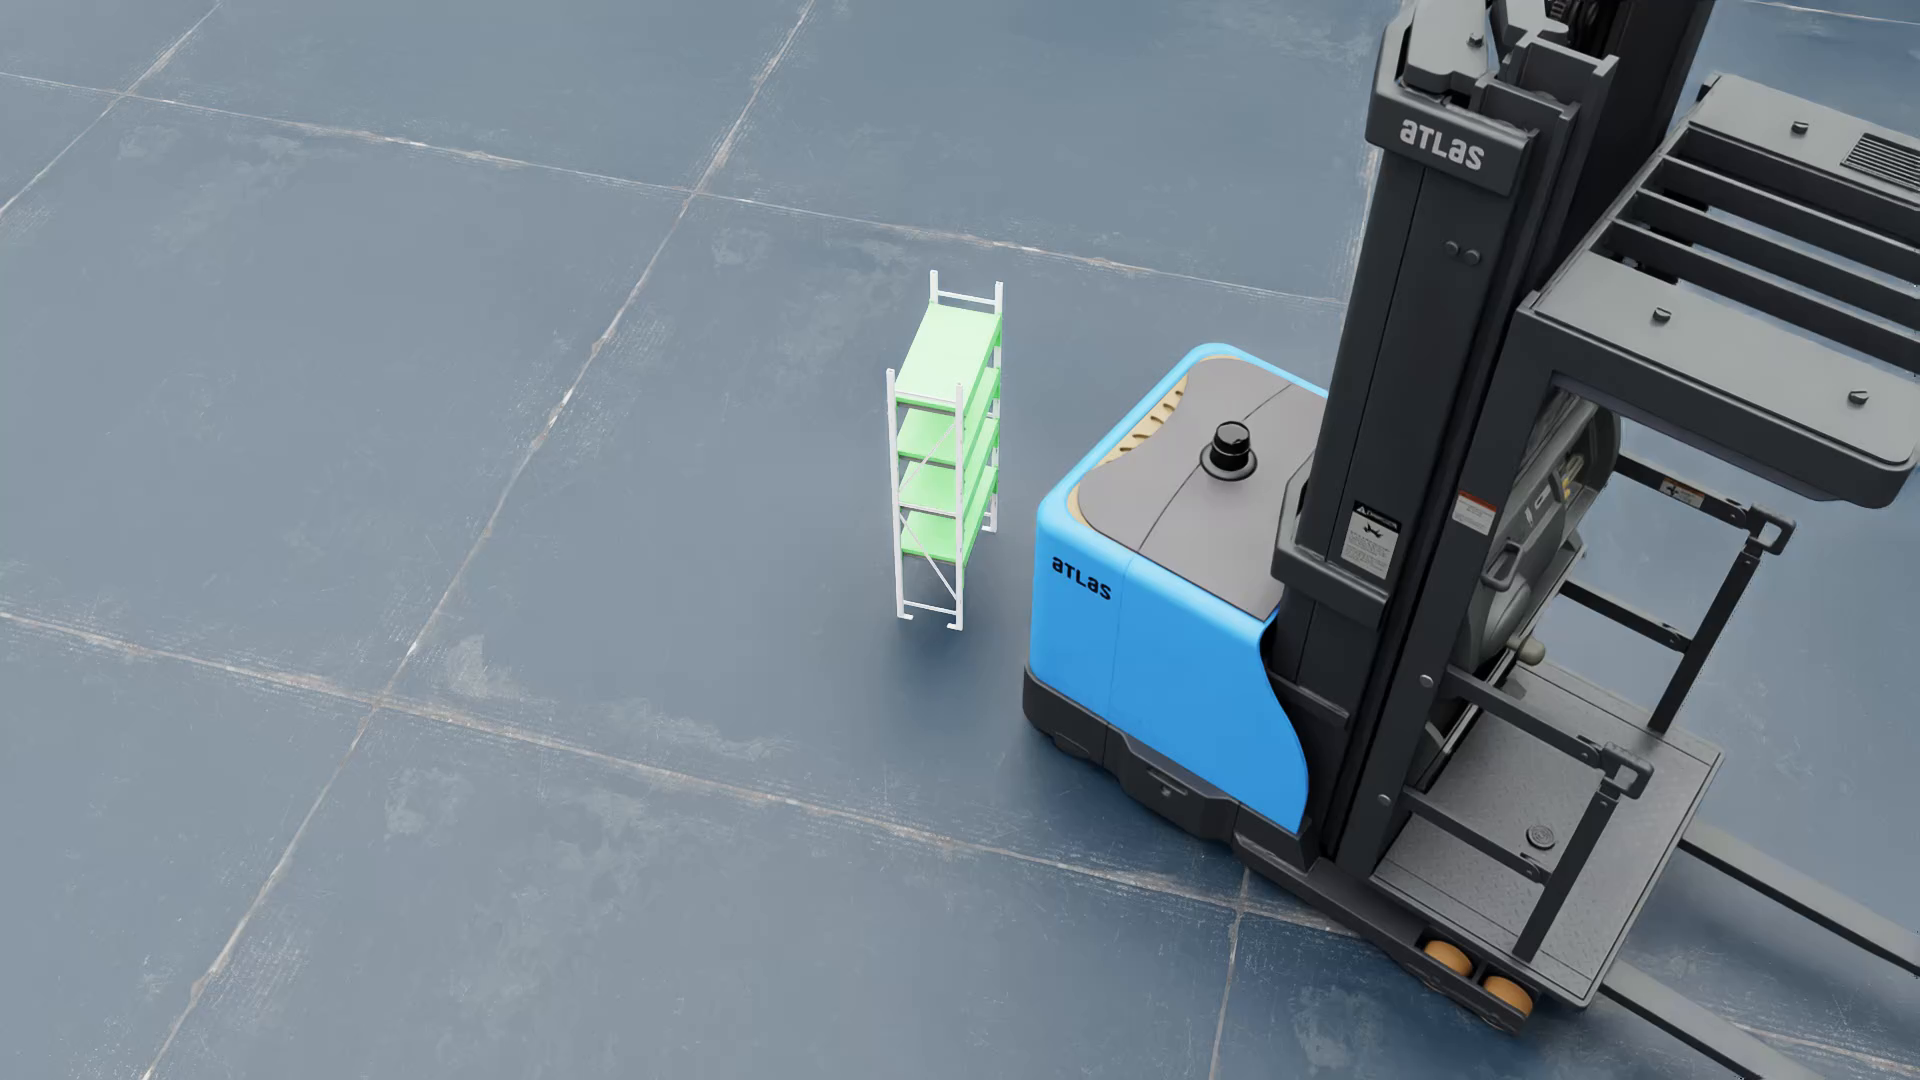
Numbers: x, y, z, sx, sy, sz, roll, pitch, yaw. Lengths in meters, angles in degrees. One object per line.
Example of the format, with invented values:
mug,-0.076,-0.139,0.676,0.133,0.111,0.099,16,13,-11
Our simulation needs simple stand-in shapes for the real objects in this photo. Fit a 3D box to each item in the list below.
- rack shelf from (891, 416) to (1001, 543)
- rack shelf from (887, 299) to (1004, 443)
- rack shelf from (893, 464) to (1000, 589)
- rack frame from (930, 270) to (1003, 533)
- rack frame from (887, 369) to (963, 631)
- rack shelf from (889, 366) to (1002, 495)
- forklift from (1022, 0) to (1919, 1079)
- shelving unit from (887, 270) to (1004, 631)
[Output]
rack shelf,-0.044,-0.235,5.742,0.258,0.148,0.480,12,50,10
rack shelf,-0.044,-0.553,5.383,0.258,0.148,0.480,12,50,10
rack shelf,-0.044,-0.076,5.922,0.258,0.148,0.480,12,50,10
rack frame,0.021,-0.454,5.850,0.240,1.200,0.015,12,50,10
rack frame,-0.108,-0.101,5.539,0.240,1.200,0.015,12,50,10
rack shelf,-0.044,-0.394,5.562,0.258,0.148,0.480,12,50,10
forklift,1.691,0.033,4.266,3.031,2.935,1.130,30,55,24
shelving unit,-0.044,-0.277,5.694,0.258,1.200,0.503,12,50,10
